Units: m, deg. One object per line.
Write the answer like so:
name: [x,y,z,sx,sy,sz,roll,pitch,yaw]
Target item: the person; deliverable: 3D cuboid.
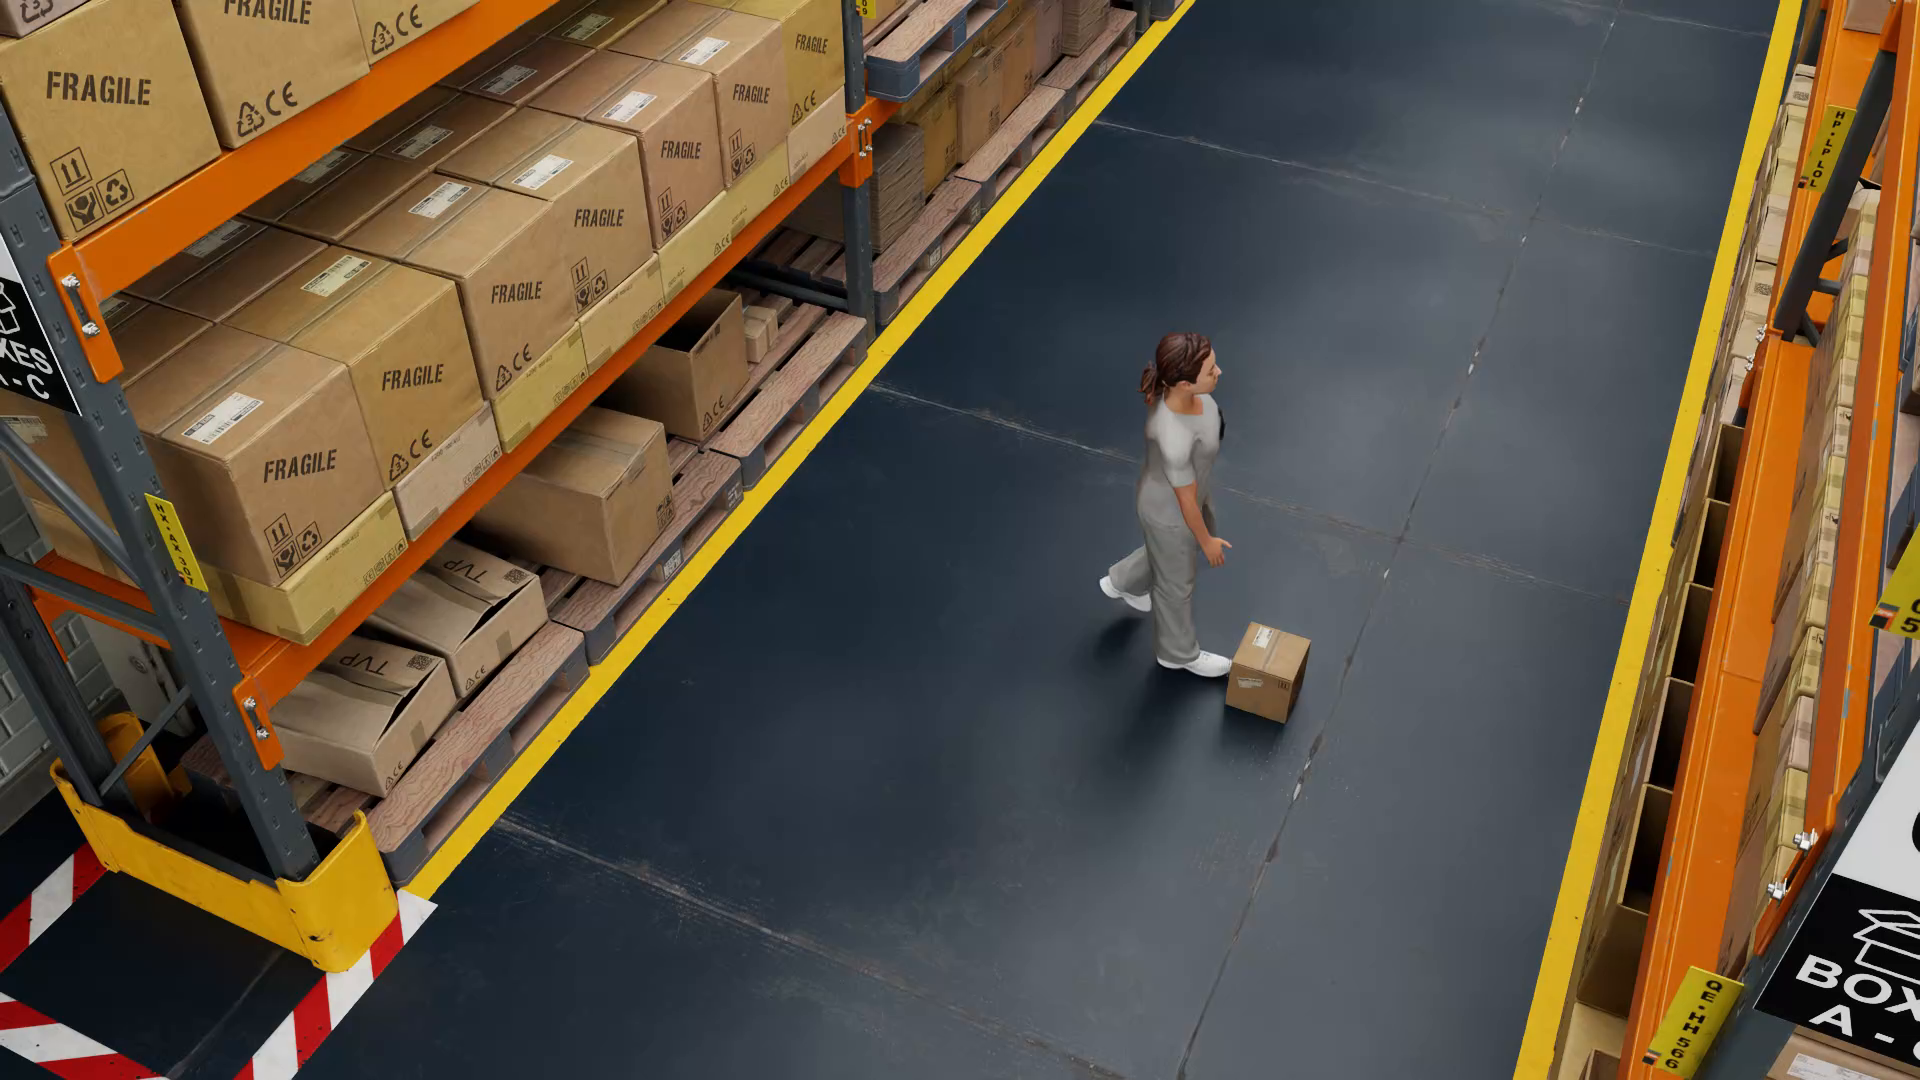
person: [0.825,-0.148,6.303,0.595,1.670,0.554,11,43,12]
